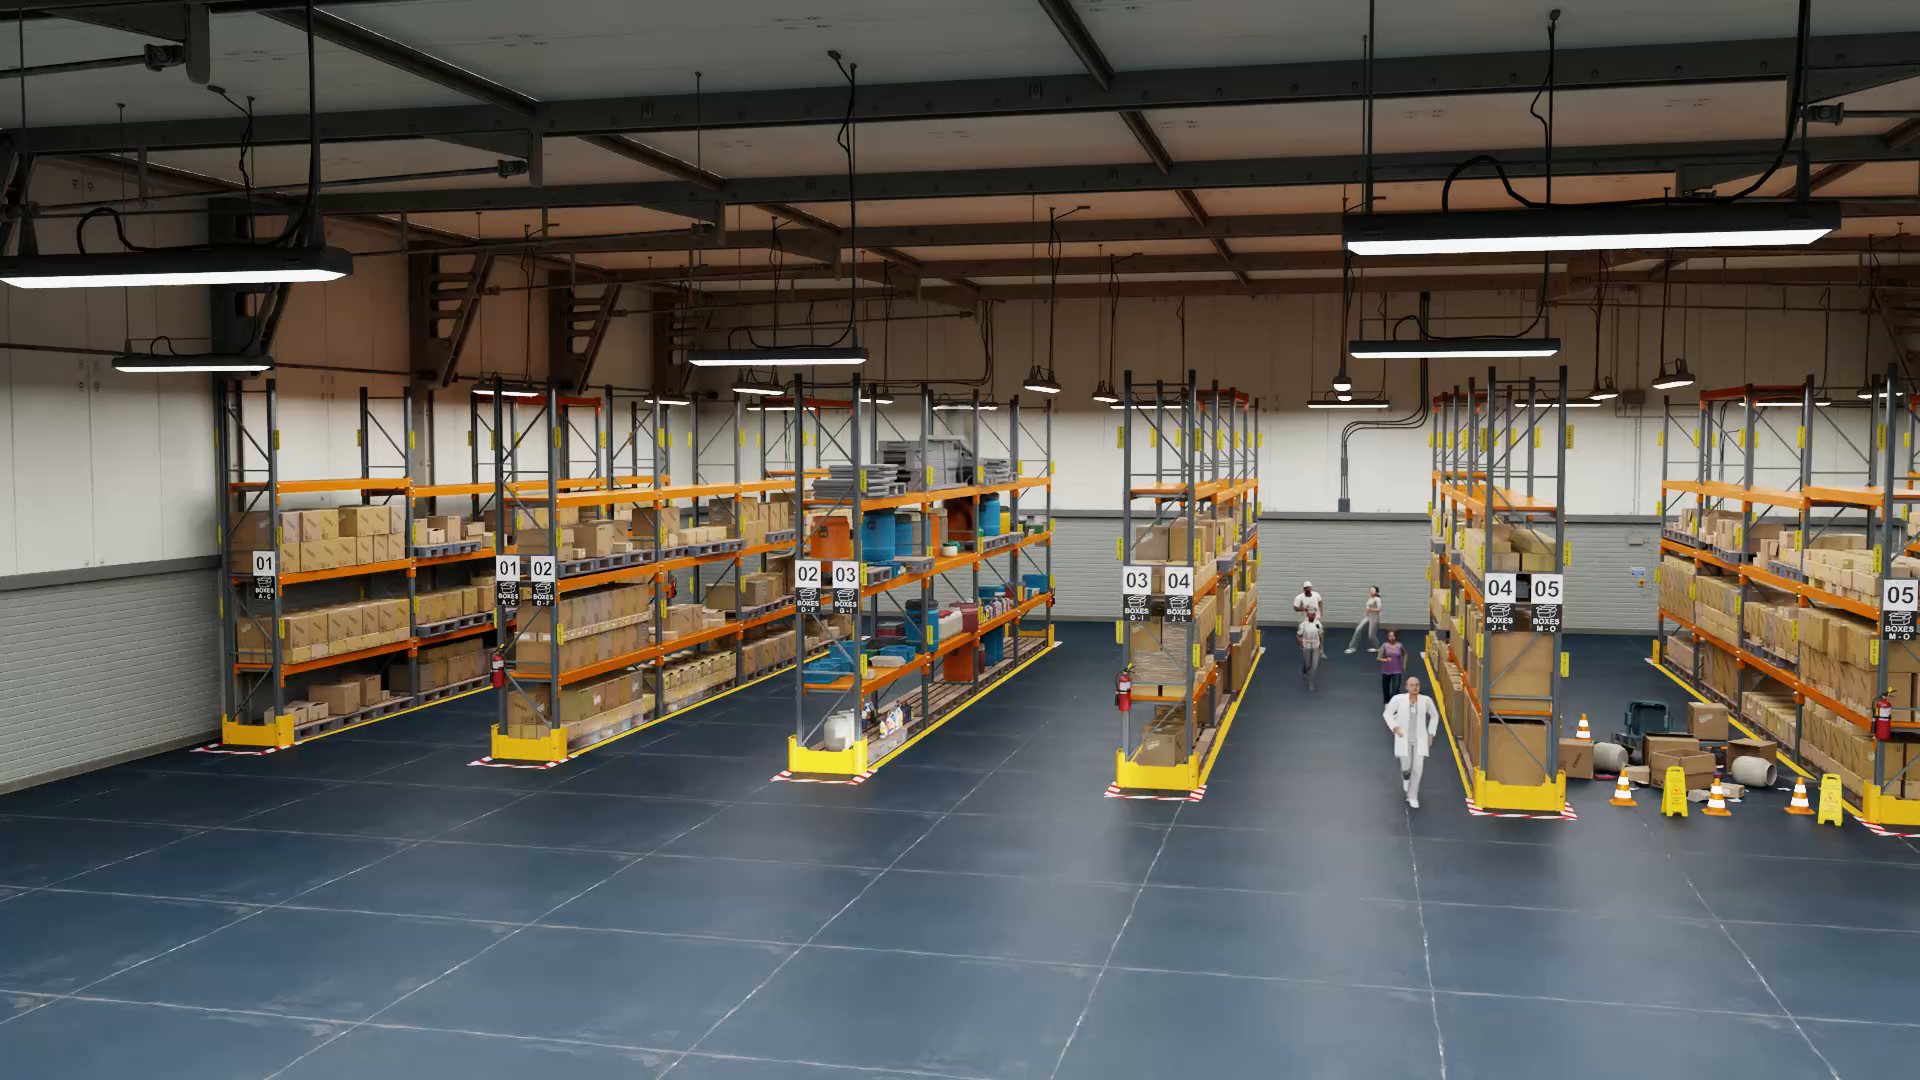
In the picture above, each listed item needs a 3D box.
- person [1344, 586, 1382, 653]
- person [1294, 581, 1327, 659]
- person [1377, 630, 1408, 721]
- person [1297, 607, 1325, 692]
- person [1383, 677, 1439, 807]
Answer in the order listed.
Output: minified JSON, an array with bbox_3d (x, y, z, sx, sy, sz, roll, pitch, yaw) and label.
[{"bbox_3d":[9.578,1.869,38.975,0.968,1.580,0.650,-2,4,-26],"label":"person"},{"bbox_3d":[8.056,1.834,38.388,0.727,1.782,0.832,0,3,1],"label":"person"},{"bbox_3d":[7.748,2.396,29.818,0.541,1.579,0.899,1,4,15],"label":"person"},{"bbox_3d":[7.065,2.176,33.466,0.577,1.680,0.711,0,3,5],"label":"person"},{"bbox_3d":[6.236,2.764,22.983,0.749,1.756,0.710,1,3,11],"label":"person"}]
